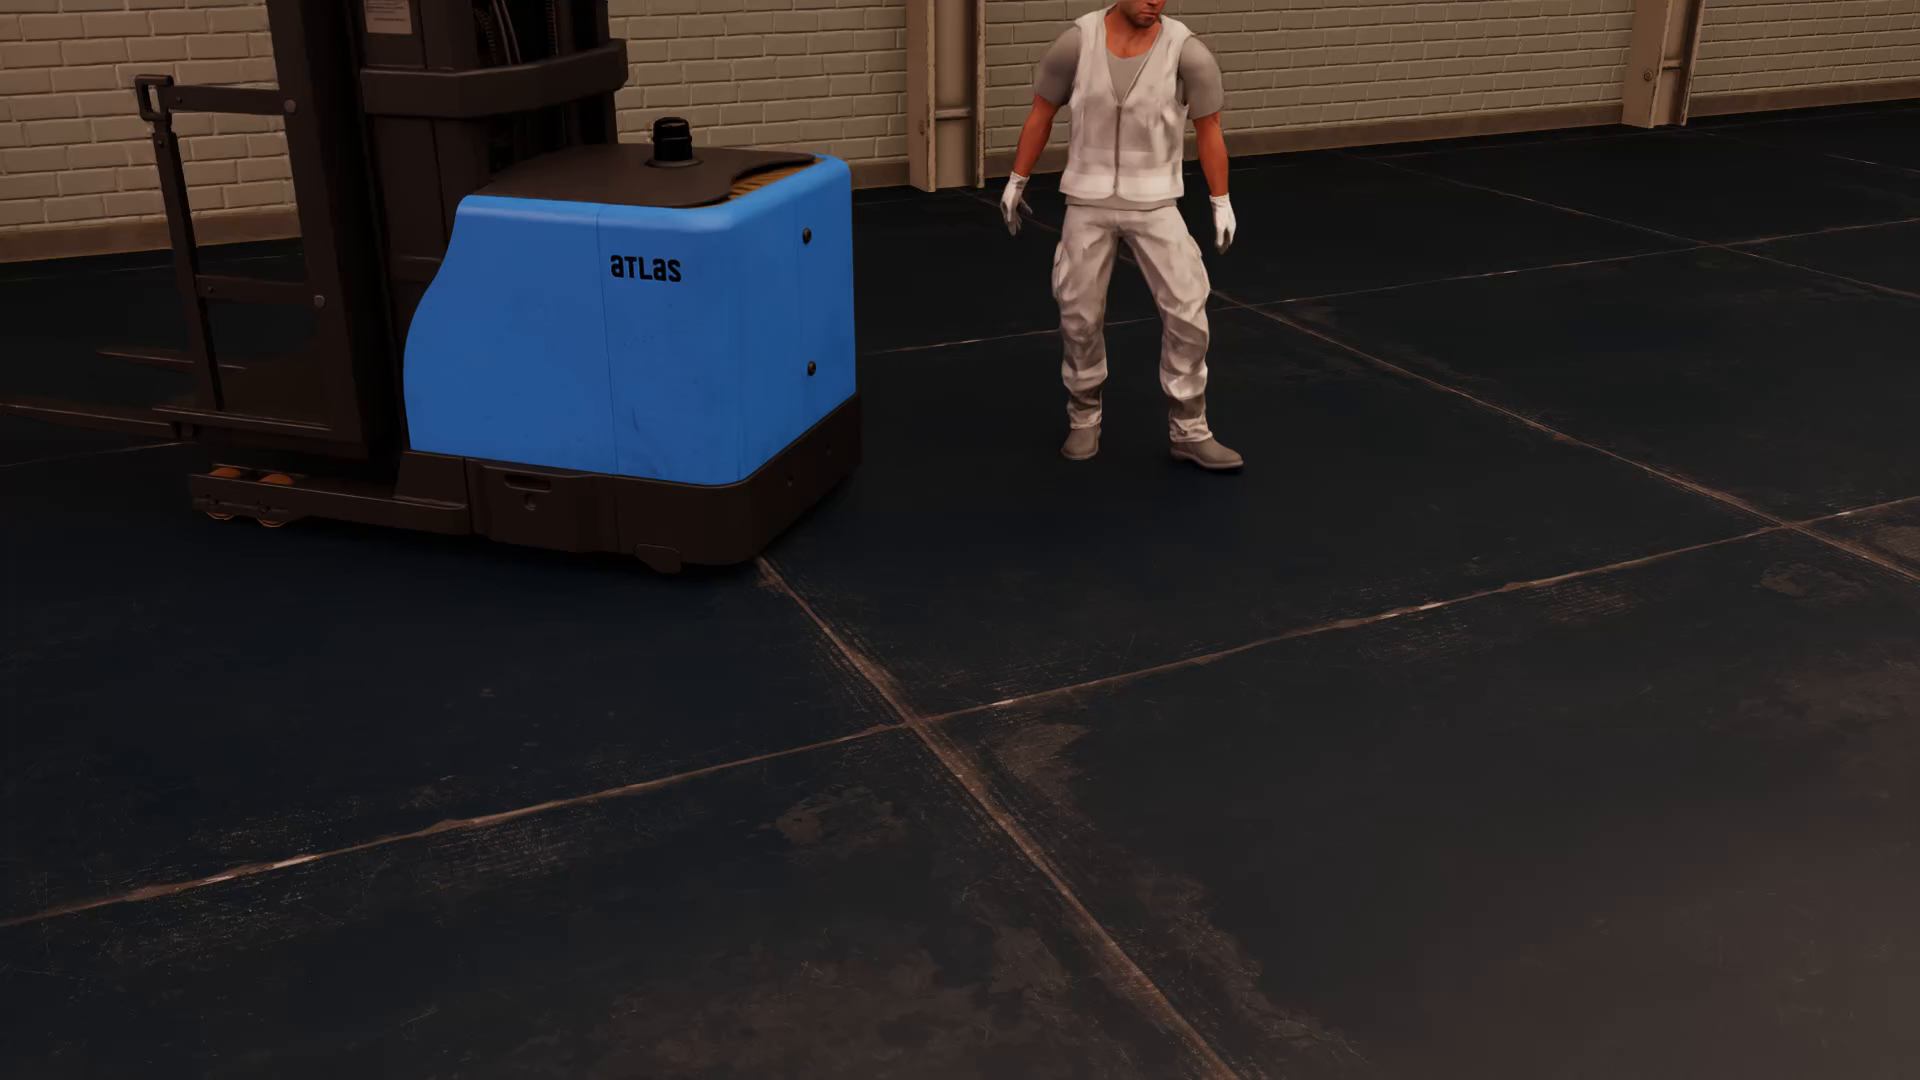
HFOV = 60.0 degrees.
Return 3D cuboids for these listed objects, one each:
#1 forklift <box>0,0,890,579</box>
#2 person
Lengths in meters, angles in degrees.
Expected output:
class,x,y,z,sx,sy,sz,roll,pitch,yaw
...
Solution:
class,x,y,z,sx,sy,sz,roll,pitch,yaw
forklift,-1.807,-1.563,5.047,3.031,2.935,1.130,7,24,17
person,0.547,-1.107,5.498,0.863,1.749,0.435,3,23,7
